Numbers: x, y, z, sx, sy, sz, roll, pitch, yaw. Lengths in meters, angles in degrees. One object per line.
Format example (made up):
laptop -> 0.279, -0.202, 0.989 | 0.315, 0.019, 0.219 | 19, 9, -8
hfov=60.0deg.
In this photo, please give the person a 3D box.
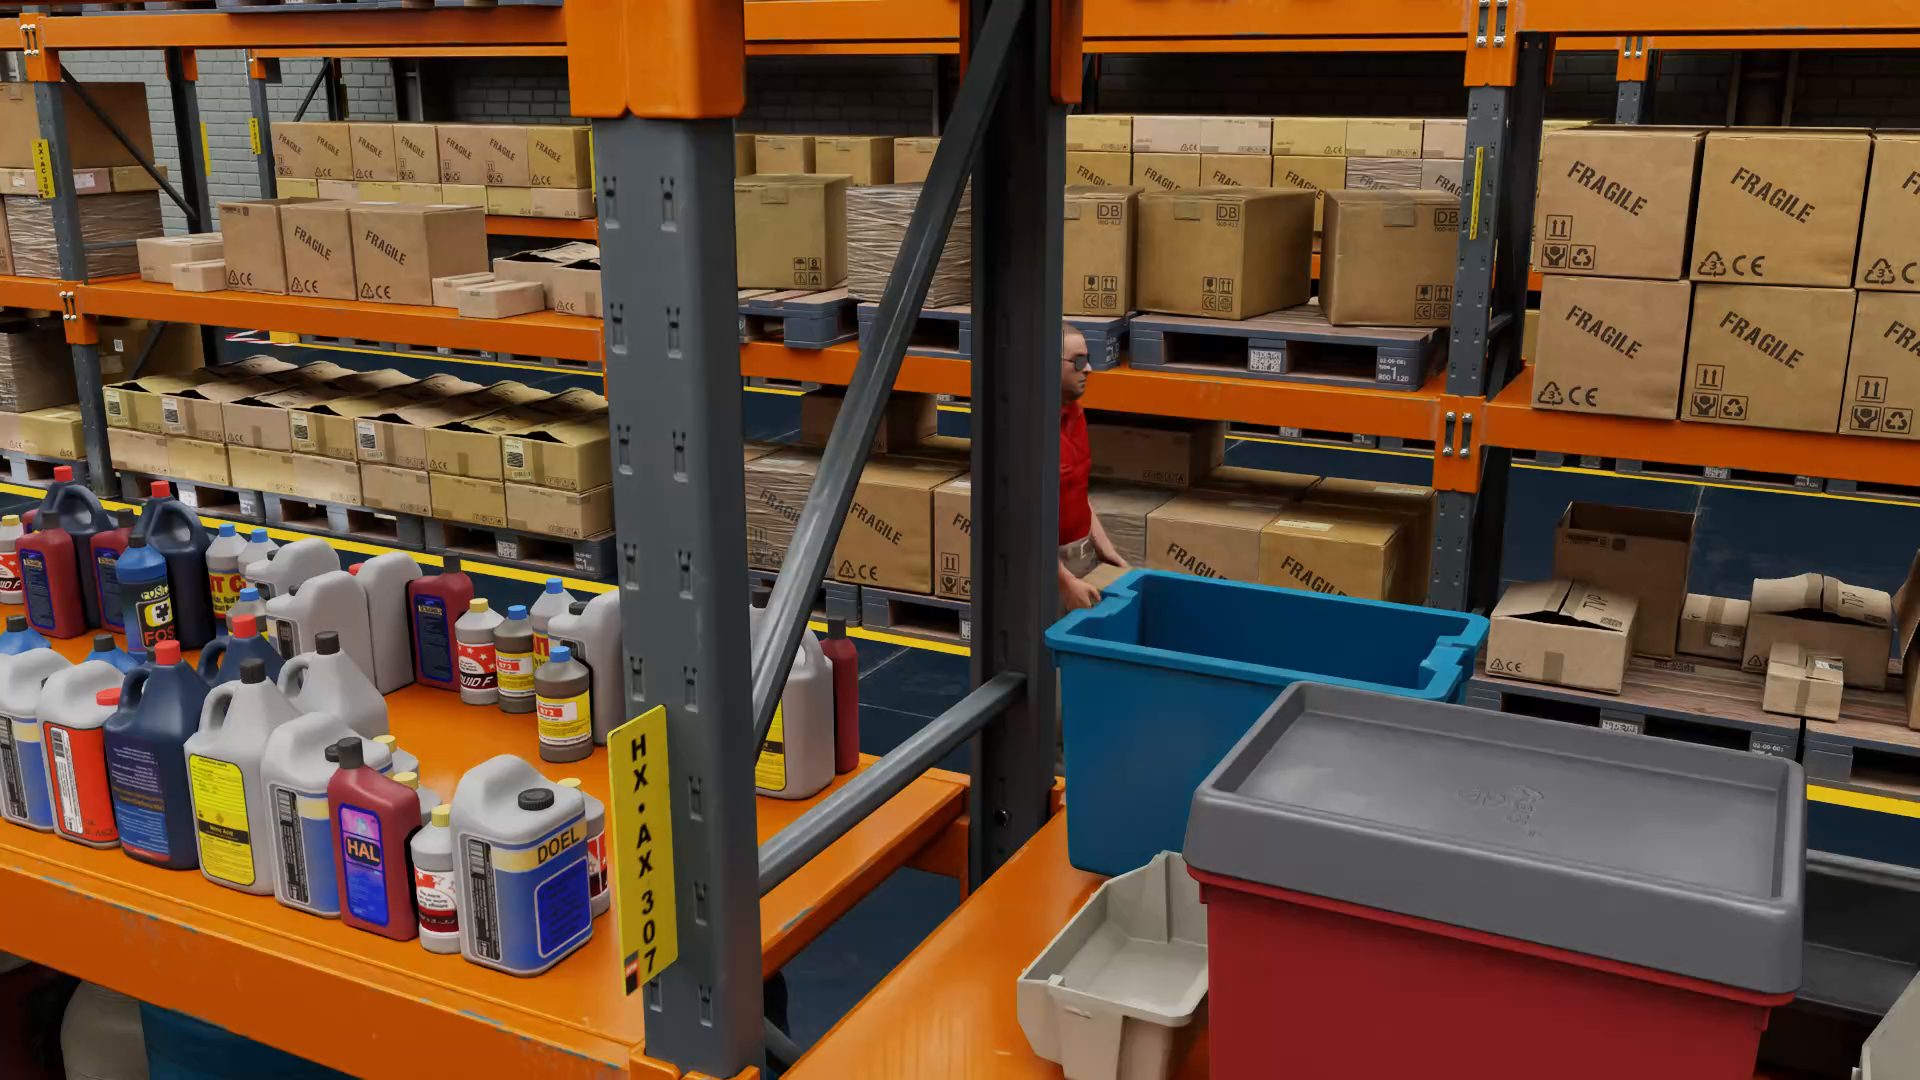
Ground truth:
person -> 0.331, 0.139, 5.544 | 0.423, 1.733, 0.539 | 7, 17, 25
